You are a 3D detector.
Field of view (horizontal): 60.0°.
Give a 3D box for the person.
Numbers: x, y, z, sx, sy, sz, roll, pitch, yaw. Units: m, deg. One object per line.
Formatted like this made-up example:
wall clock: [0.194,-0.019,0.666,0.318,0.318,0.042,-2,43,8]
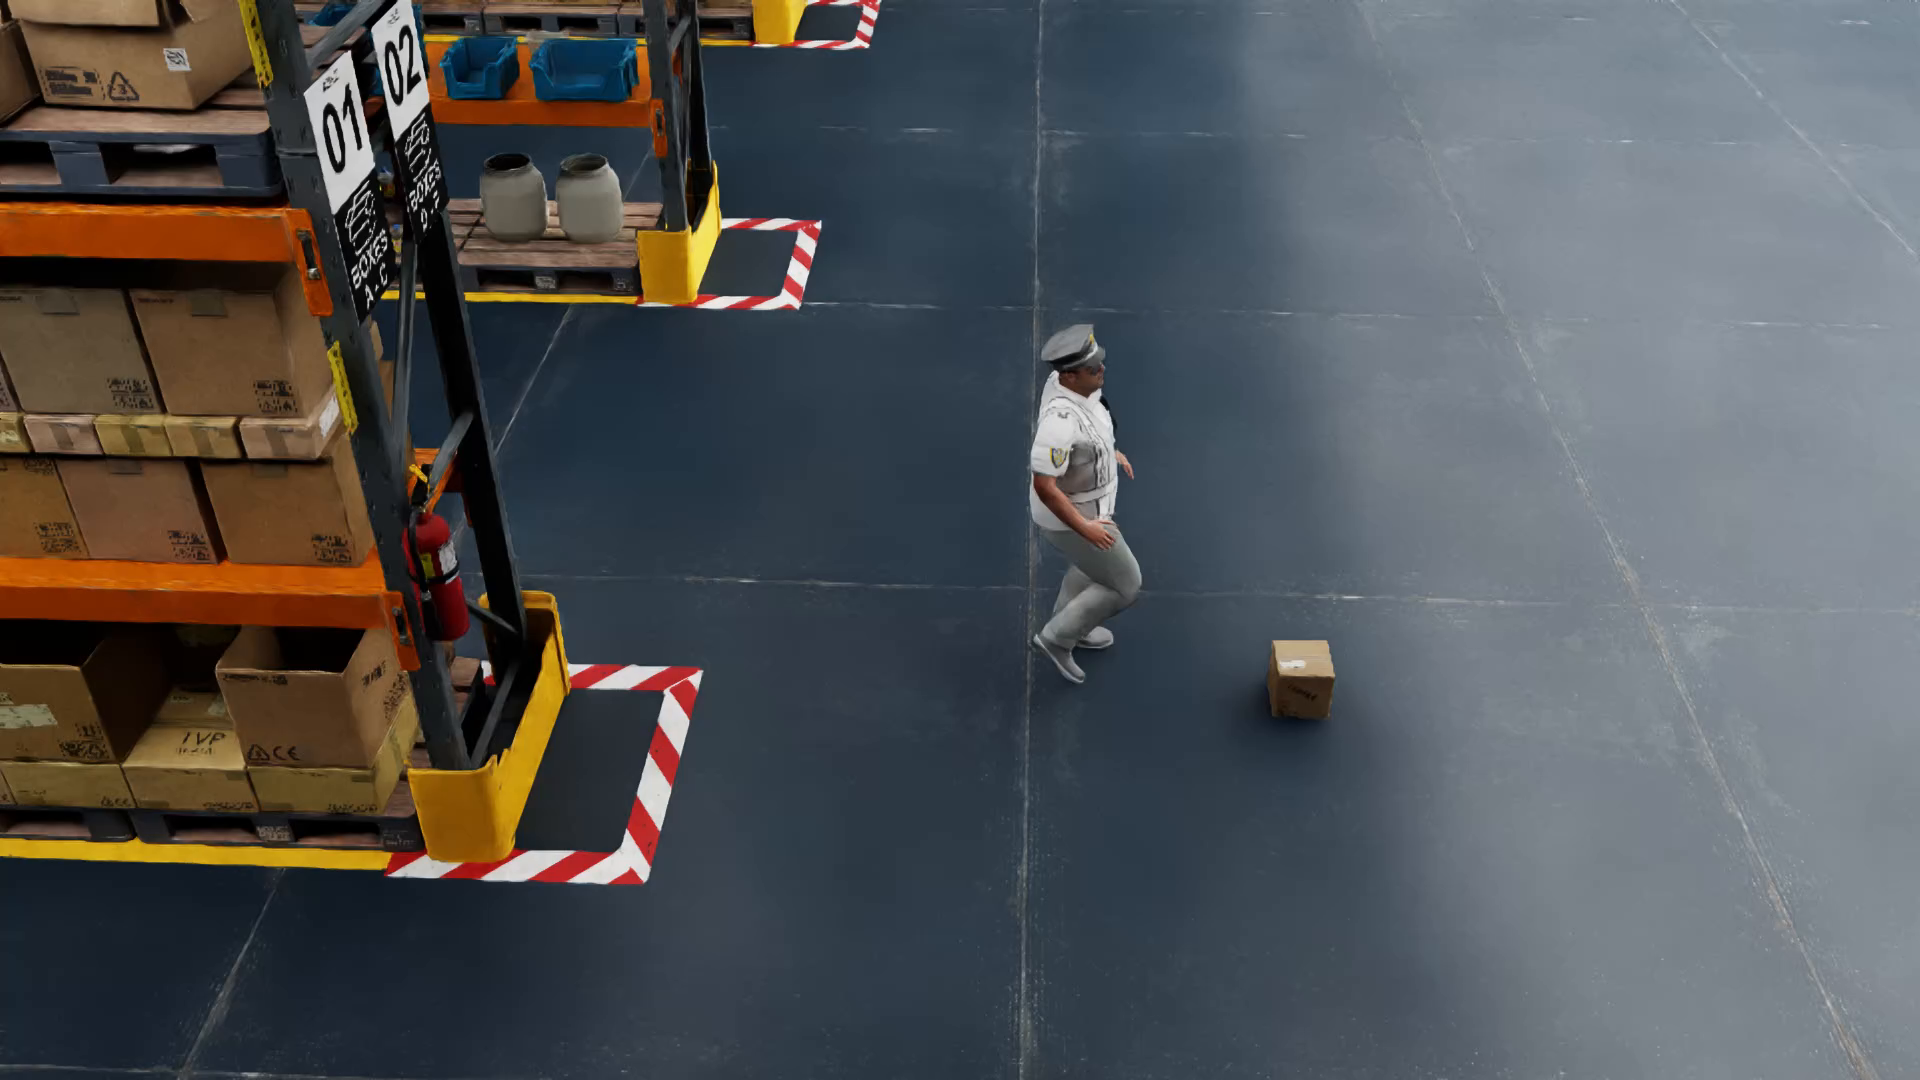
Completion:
person: [0.554,-0.174,7.361,0.515,1.755,0.721,0,35,0]
